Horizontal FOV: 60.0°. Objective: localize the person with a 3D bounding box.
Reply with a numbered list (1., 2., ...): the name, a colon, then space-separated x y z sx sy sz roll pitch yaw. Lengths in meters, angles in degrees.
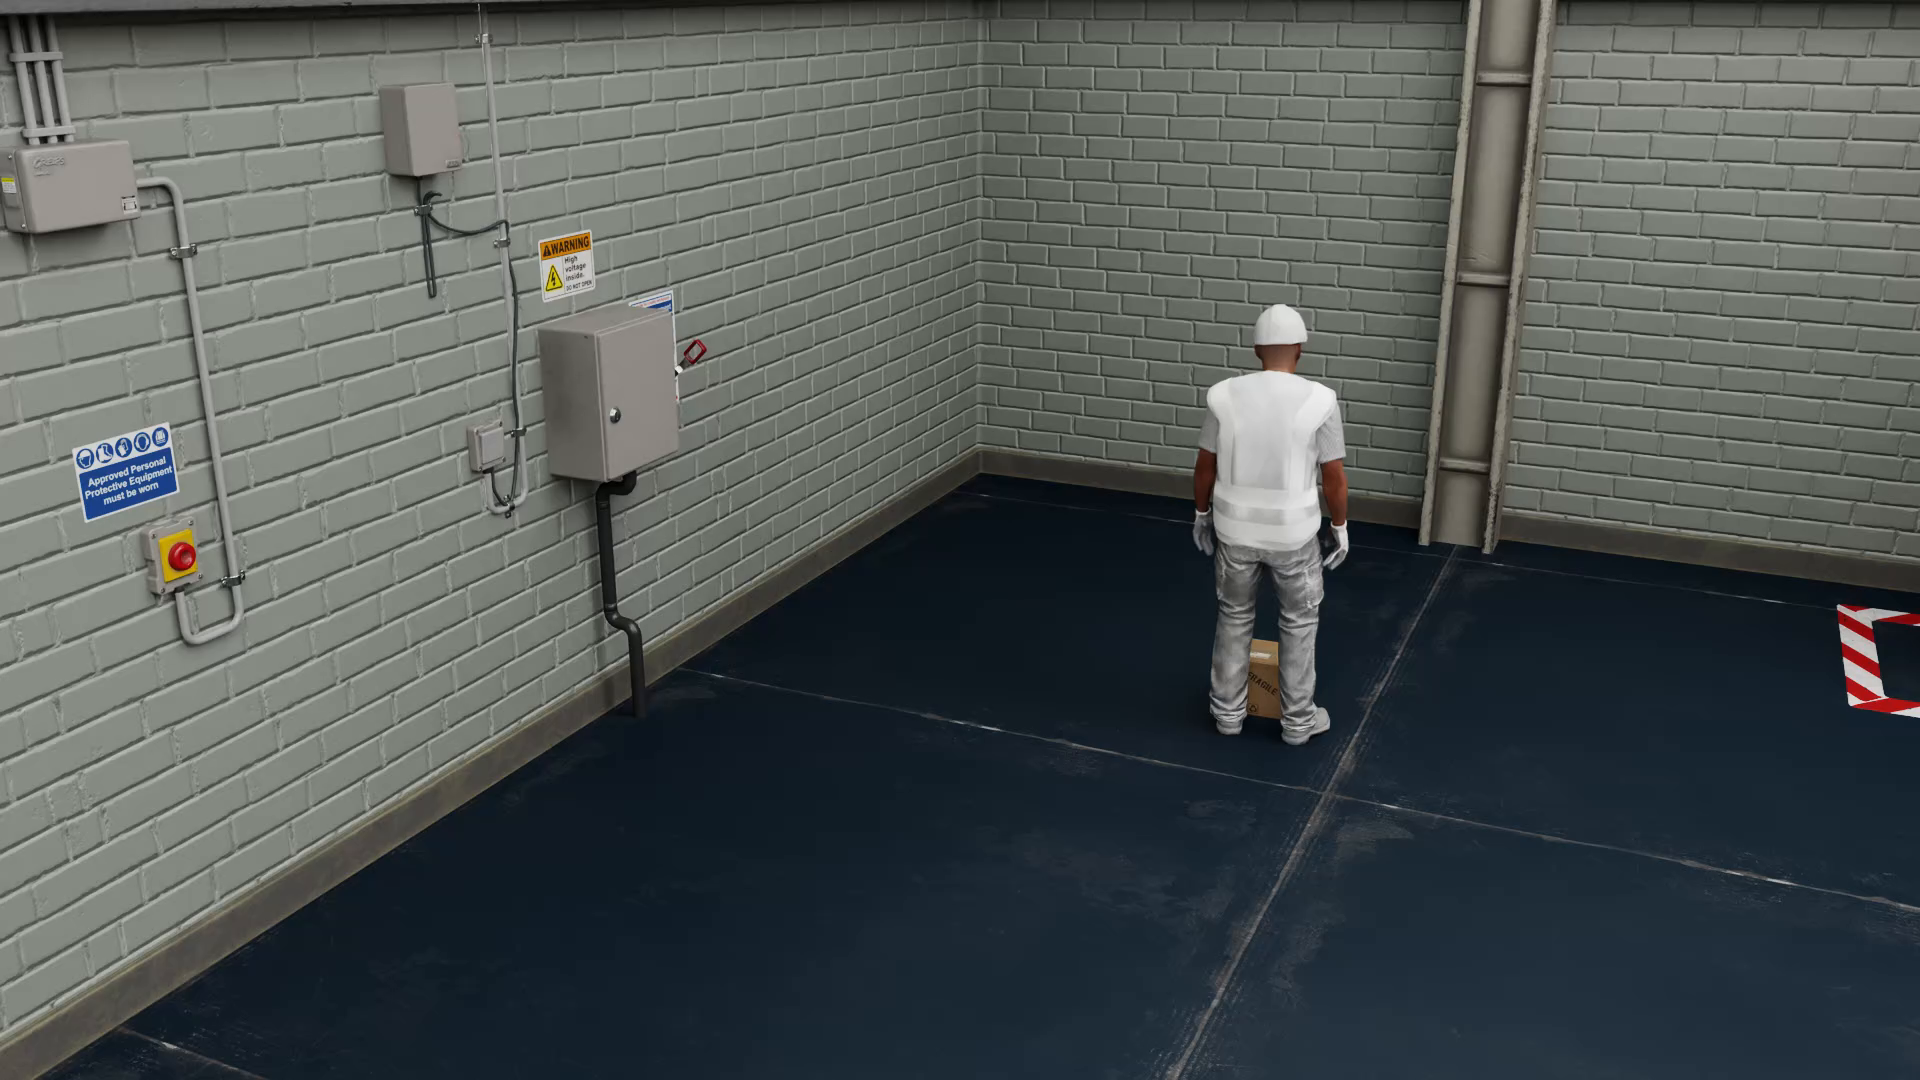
1. person: 1.252 -0.053 6.703 0.624 1.773 0.454 8 20 22
